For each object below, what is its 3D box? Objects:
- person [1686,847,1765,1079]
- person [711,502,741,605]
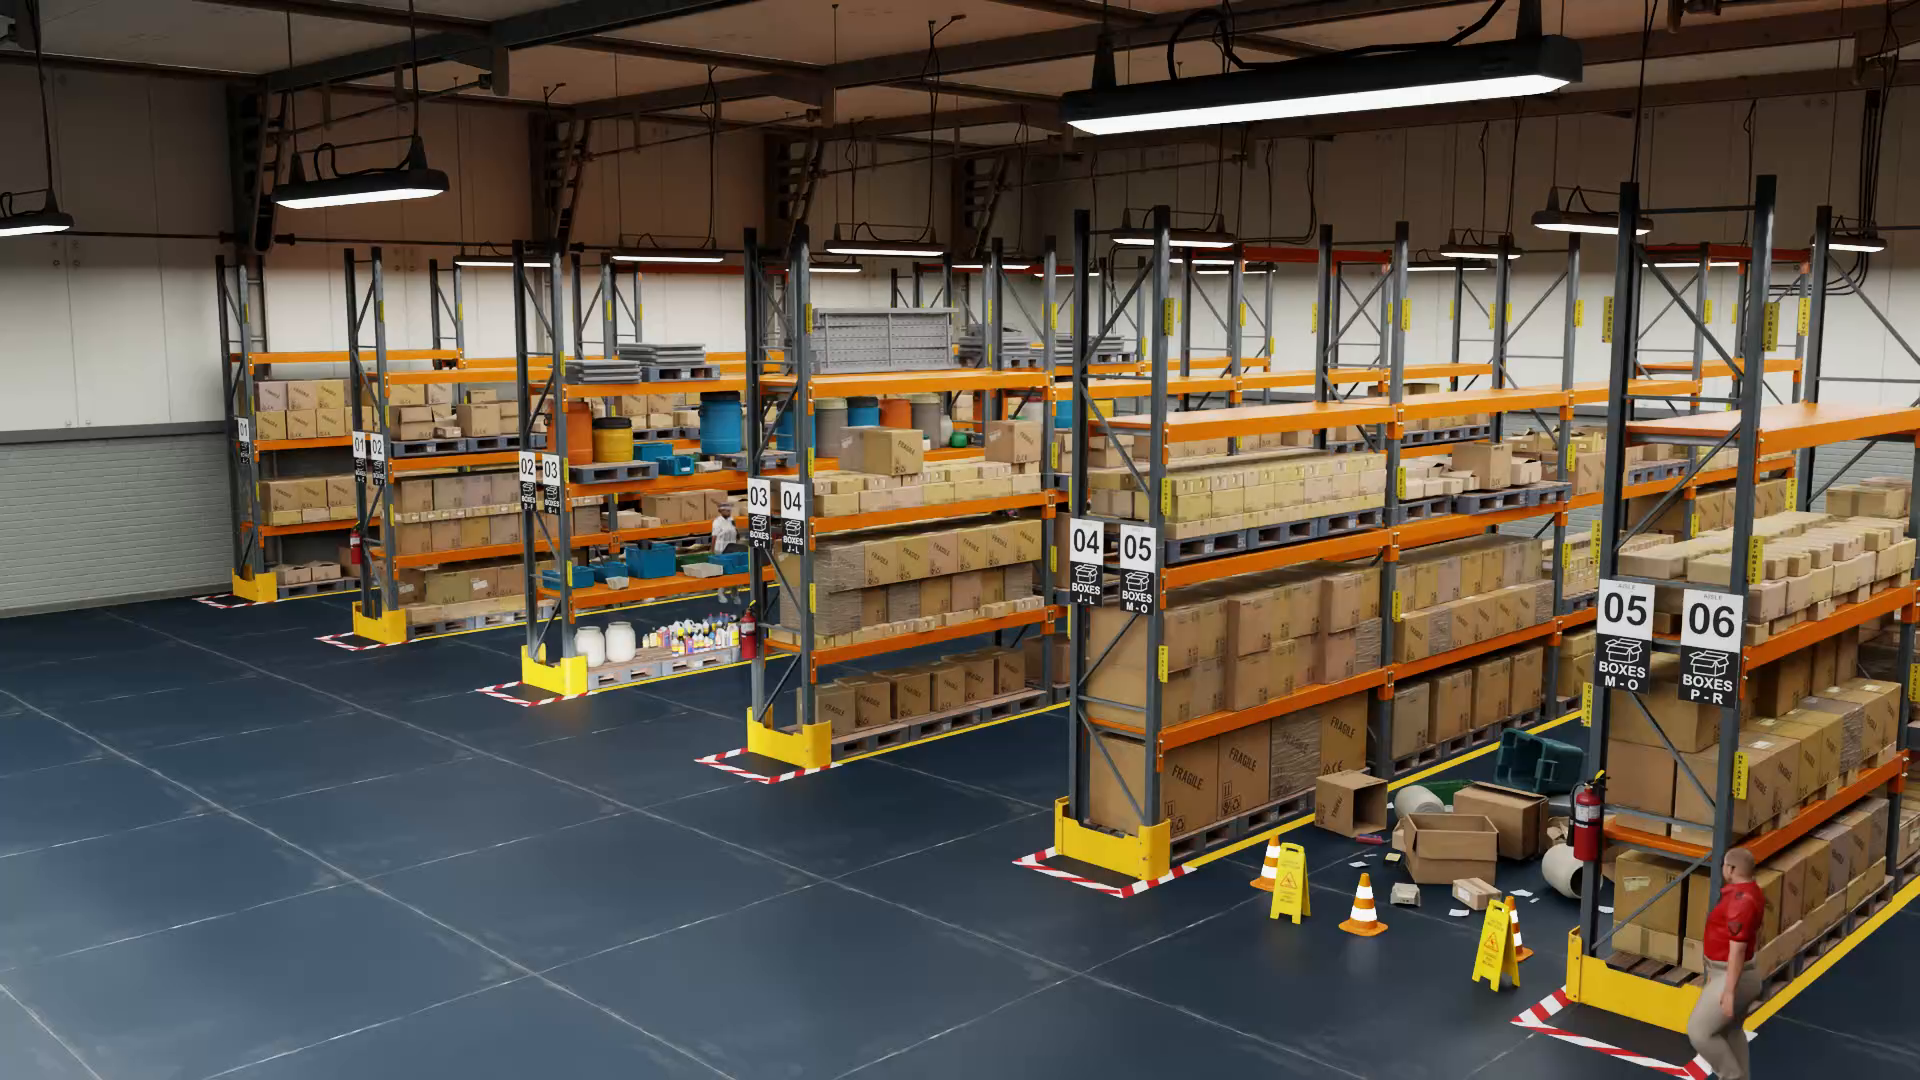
[{"bbox_3d":[4.885,2.820,10.617,0.452,1.757,0.563,2,8,17],"label":"person"},{"bbox_3d":[-3.853,0.227,27.365,0.541,1.737,0.416,-6,10,-34],"label":"person"}]
